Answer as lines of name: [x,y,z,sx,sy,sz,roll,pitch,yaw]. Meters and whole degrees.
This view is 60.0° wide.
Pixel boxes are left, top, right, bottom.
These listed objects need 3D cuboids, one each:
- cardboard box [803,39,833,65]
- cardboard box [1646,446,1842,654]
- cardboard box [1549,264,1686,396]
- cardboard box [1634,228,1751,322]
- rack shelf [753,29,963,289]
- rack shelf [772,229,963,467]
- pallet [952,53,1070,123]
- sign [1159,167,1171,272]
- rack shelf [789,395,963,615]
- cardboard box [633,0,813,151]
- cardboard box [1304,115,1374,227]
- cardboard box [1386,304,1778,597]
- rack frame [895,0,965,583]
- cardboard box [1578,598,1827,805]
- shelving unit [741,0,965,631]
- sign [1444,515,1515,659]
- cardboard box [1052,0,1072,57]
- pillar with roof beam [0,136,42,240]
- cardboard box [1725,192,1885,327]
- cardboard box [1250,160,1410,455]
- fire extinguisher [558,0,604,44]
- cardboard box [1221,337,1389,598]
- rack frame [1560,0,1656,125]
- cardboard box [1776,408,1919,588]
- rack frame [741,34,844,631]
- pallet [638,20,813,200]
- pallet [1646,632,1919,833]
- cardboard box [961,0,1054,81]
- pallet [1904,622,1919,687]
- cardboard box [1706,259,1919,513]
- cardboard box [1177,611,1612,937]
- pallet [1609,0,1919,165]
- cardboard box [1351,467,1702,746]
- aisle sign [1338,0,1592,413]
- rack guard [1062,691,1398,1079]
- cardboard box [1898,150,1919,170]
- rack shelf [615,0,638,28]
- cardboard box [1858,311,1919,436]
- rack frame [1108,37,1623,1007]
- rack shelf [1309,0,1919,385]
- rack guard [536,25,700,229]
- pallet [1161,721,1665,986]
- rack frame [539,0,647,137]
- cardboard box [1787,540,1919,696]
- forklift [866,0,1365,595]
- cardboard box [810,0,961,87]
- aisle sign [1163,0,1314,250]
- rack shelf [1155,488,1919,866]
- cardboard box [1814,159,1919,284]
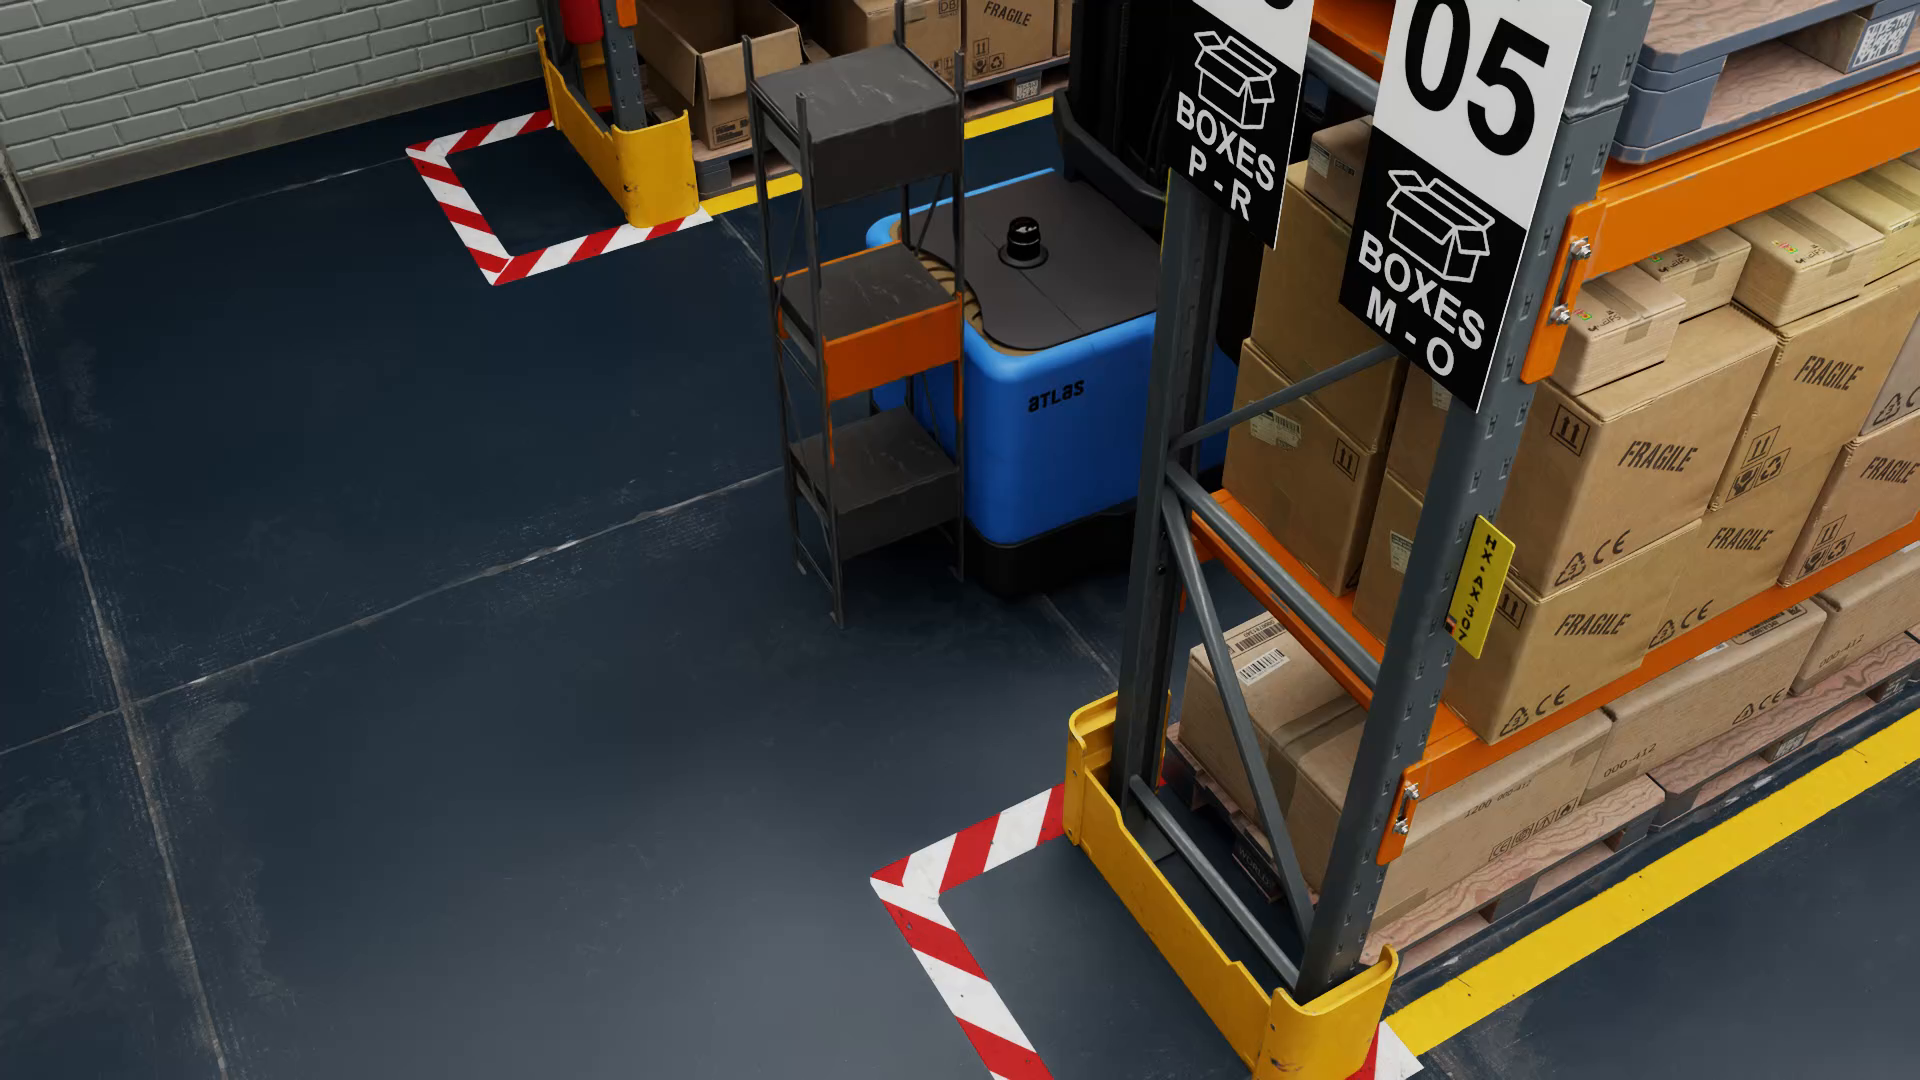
cardboard box: [-0.748,-2.303,8.215,0.250,0.149,0.380,-24,49,-22]
cardboard box: [1.747,-0.122,4.150,0.500,0.500,0.500,-22,48,-21]
cardboard box: [1.208,-0.484,3.339,0.250,0.149,0.380,-21,48,-20]
cardboard box: [1.400,-0.618,3.477,0.250,0.149,0.380,-21,48,-20]
rack shelf: [-0.303,-1.130,4.921,0.480,0.518,0.431,-21,48,-20]
rack shelf: [-0.303,-0.627,5.408,0.480,0.518,0.431,-21,48,-20]
pallet: [0.100,-2.620,8.798,1.213,0.211,1.003,-22,48,-21]
sign: [0.504,-0.733,3.850,0.005,0.325,0.100,-22,48,-21]
rack shelf: [-0.303,-0.125,5.896,0.480,0.518,0.431,-21,48,-20]
cardboard box: [-1.136,-2.306,7.964,0.637,0.503,0.797,-24,49,-22]
cardboard box: [0.974,-0.773,3.638,0.250,0.149,0.380,-21,48,-20]
cardboard box: [1.321,-0.290,3.605,0.500,0.500,0.500,-23,49,-22]
rack frame: [-0.089,-0.719,5.483,0.015,2.100,0.400,-21,48,-20]
cardboard box: [2.074,0.256,5.370,0.875,0.438,0.875,-21,48,-20]
shelving unit: [-0.303,-0.637,5.399,0.503,2.100,0.431,-21,48,-20]
sign: [1.034,0.098,3.317,0.005,0.325,0.100,-22,48,-21]
cardboard box: [0.525,-2.938,8.617,0.500,0.500,0.700,-24,49,-22]
pillar with roof beam: [-2.356,-2.059,1.910,0.400,9.000,9.100,-22,48,-21]
cardboard box: [1.683,-0.639,3.499,0.250,0.149,0.380,-20,48,-20]
cardboard box: [1.062,-0.606,3.931,0.500,0.500,0.500,-20,48,-20]
fire extinguisher: [-1.611,-2.405,6.897,0.183,0.674,0.296,-22,48,-21]
cardboard box: [1.049,-0.263,4.296,0.500,0.500,0.500,-22,48,-21]
rack frame: [0.763,-2.053,1.904,0.127,3.000,1.000,-22,48,-21]
cardboard box: [2.197,-0.287,4.321,0.500,0.500,0.500,-22,48,-21]
rack frame: [-0.516,-0.555,5.314,0.015,2.100,0.400,-21,48,-20]
pallet: [-0.957,-2.199,8.365,1.213,0.211,1.003,-22,48,-21]
pallet: [2.474,0.355,5.733,1.213,0.211,1.003,-22,48,-21]
cardboard box: [0.133,-2.701,8.373,0.500,0.500,0.500,-21,48,-20]
pallet: [3.533,-0.071,6.172,1.213,0.211,1.003,-22,48,-21]
cardboard box: [1.765,-0.473,3.794,0.500,0.500,0.500,-23,49,-22]
cardboard box: [1.285,0.579,5.038,0.875,0.438,0.875,-23,49,-22]
pallet: [1.401,-1.209,3.251,1.213,0.211,1.003,-22,48,-21]
cardboard box: [1.322,0.071,3.952,0.500,0.500,0.500,-22,48,-21]
aisle sign: [0.845,-0.633,2.882,0.004,0.787,0.394,-22,48,-21]
rack guard: [0.742,1.005,4.856,0.348,0.500,1.175,-22,48,-21]
cardboard box: [2.103,-0.864,3.731,0.250,0.149,0.380,-21,48,-21]
rack shelf: [0.021,-3.332,8.046,4.000,0.370,1.077,-22,48,-21]
cardboard box: [2.208,-0.656,3.983,0.500,0.500,0.500,-22,48,-21]
rack frame: [0.763,0.100,3.994,0.127,3.000,1.000,-22,48,-21]
rack shelf: [2.497,-1.413,3.914,4.000,0.370,1.077,-22,48,-21]
rack guard: [-1.647,-2.026,7.978,0.348,0.500,1.175,-22,48,-21]
pallet: [1.417,0.776,5.299,1.213,0.211,1.003,-22,48,-21]
rack frame: [-1.713,-2.896,7.081,0.127,3.000,1.000,-22,48,-21]
cardboard box: [2.857,-0.055,5.692,0.875,0.438,0.875,-23,49,-22]
forklift: [1.193,-1.605,5.799,3.031,2.935,1.130,-21,48,-20]
cardboard box: [-0.375,-2.578,8.246,0.500,0.500,0.700,-20,48,-19]
aisle sign: [0.546,-0.996,3.255,0.004,0.787,0.394,-22,48,-21]
rack shelf: [2.497,-0.336,4.959,4.000,0.370,1.077,-22,48,-21]
cardboard box: [1.902,-0.741,3.604,0.250,0.149,0.380,-23,49,-22]
